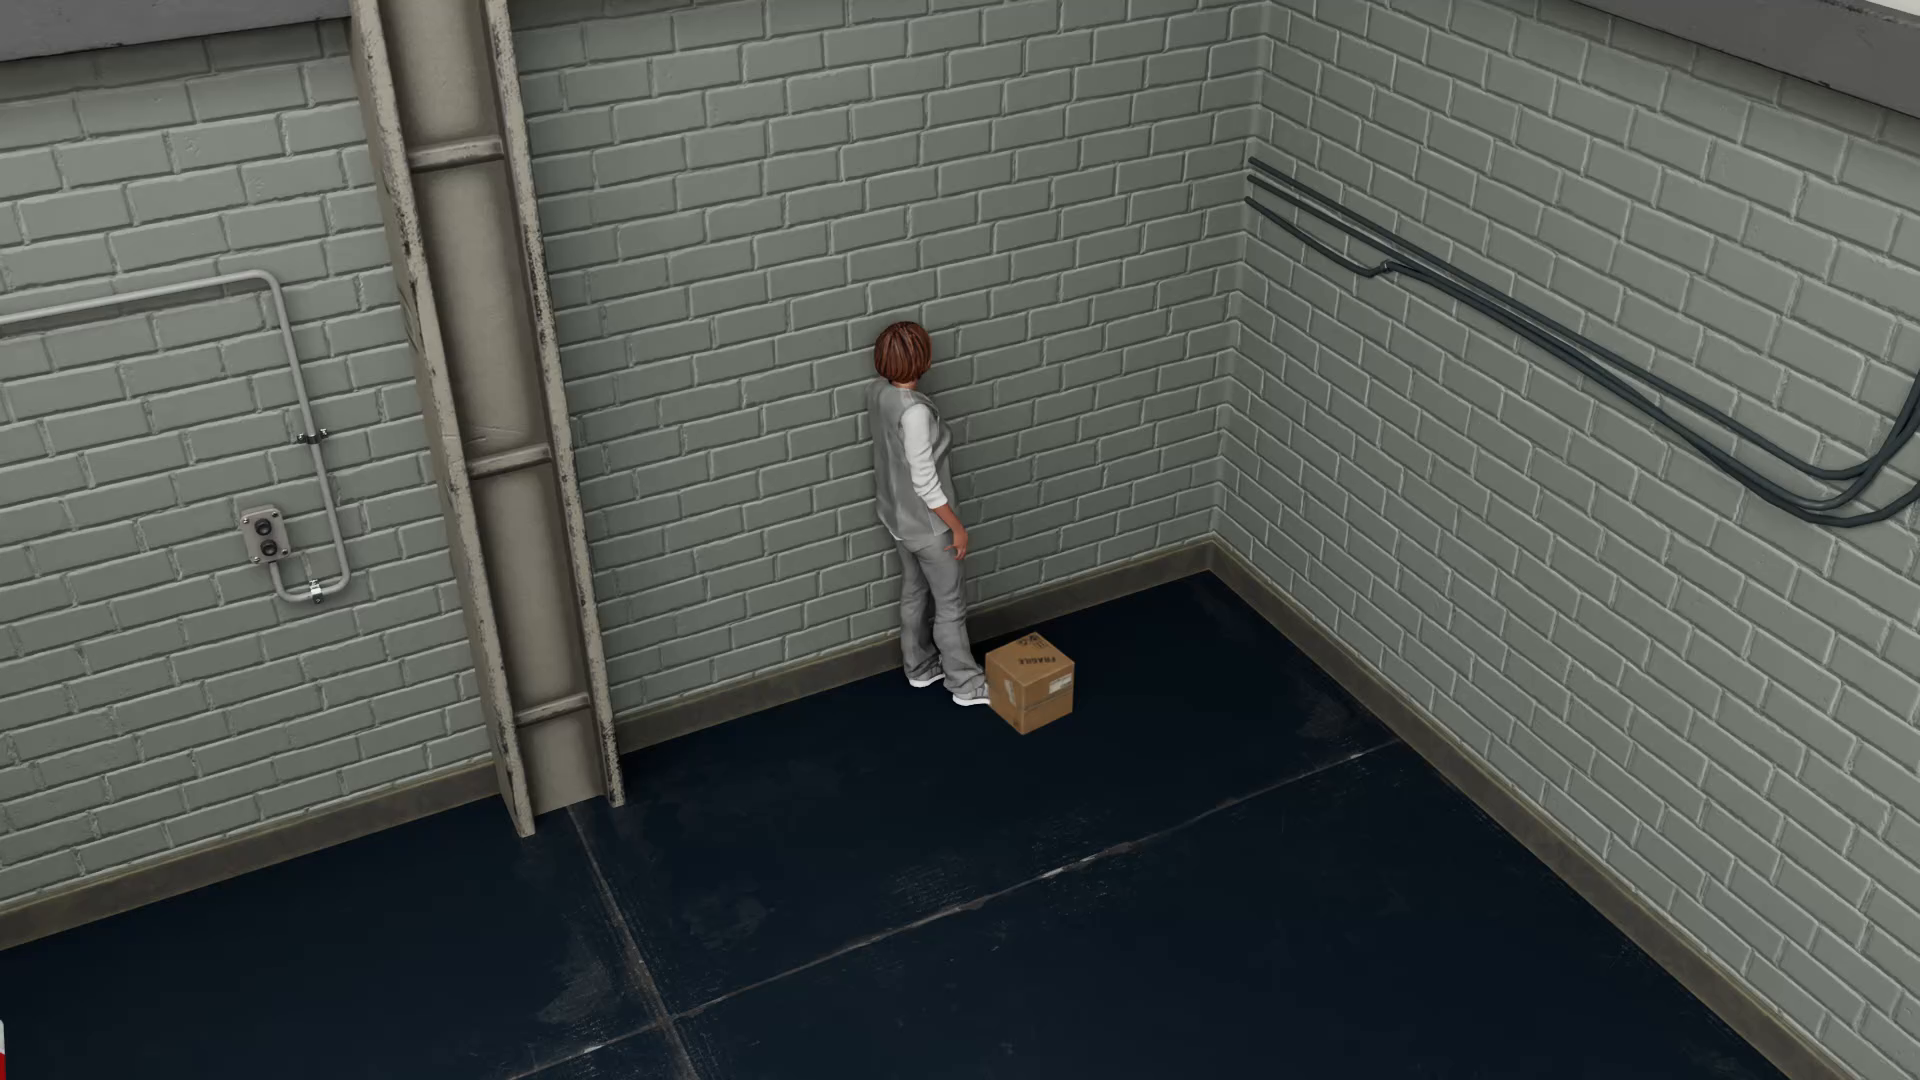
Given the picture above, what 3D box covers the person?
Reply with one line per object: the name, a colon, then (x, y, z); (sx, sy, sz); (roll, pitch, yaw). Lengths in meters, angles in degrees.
person: (-0.080, -0.103, 6.288); (0.475, 1.596, 0.520); (-16, 37, -23)
